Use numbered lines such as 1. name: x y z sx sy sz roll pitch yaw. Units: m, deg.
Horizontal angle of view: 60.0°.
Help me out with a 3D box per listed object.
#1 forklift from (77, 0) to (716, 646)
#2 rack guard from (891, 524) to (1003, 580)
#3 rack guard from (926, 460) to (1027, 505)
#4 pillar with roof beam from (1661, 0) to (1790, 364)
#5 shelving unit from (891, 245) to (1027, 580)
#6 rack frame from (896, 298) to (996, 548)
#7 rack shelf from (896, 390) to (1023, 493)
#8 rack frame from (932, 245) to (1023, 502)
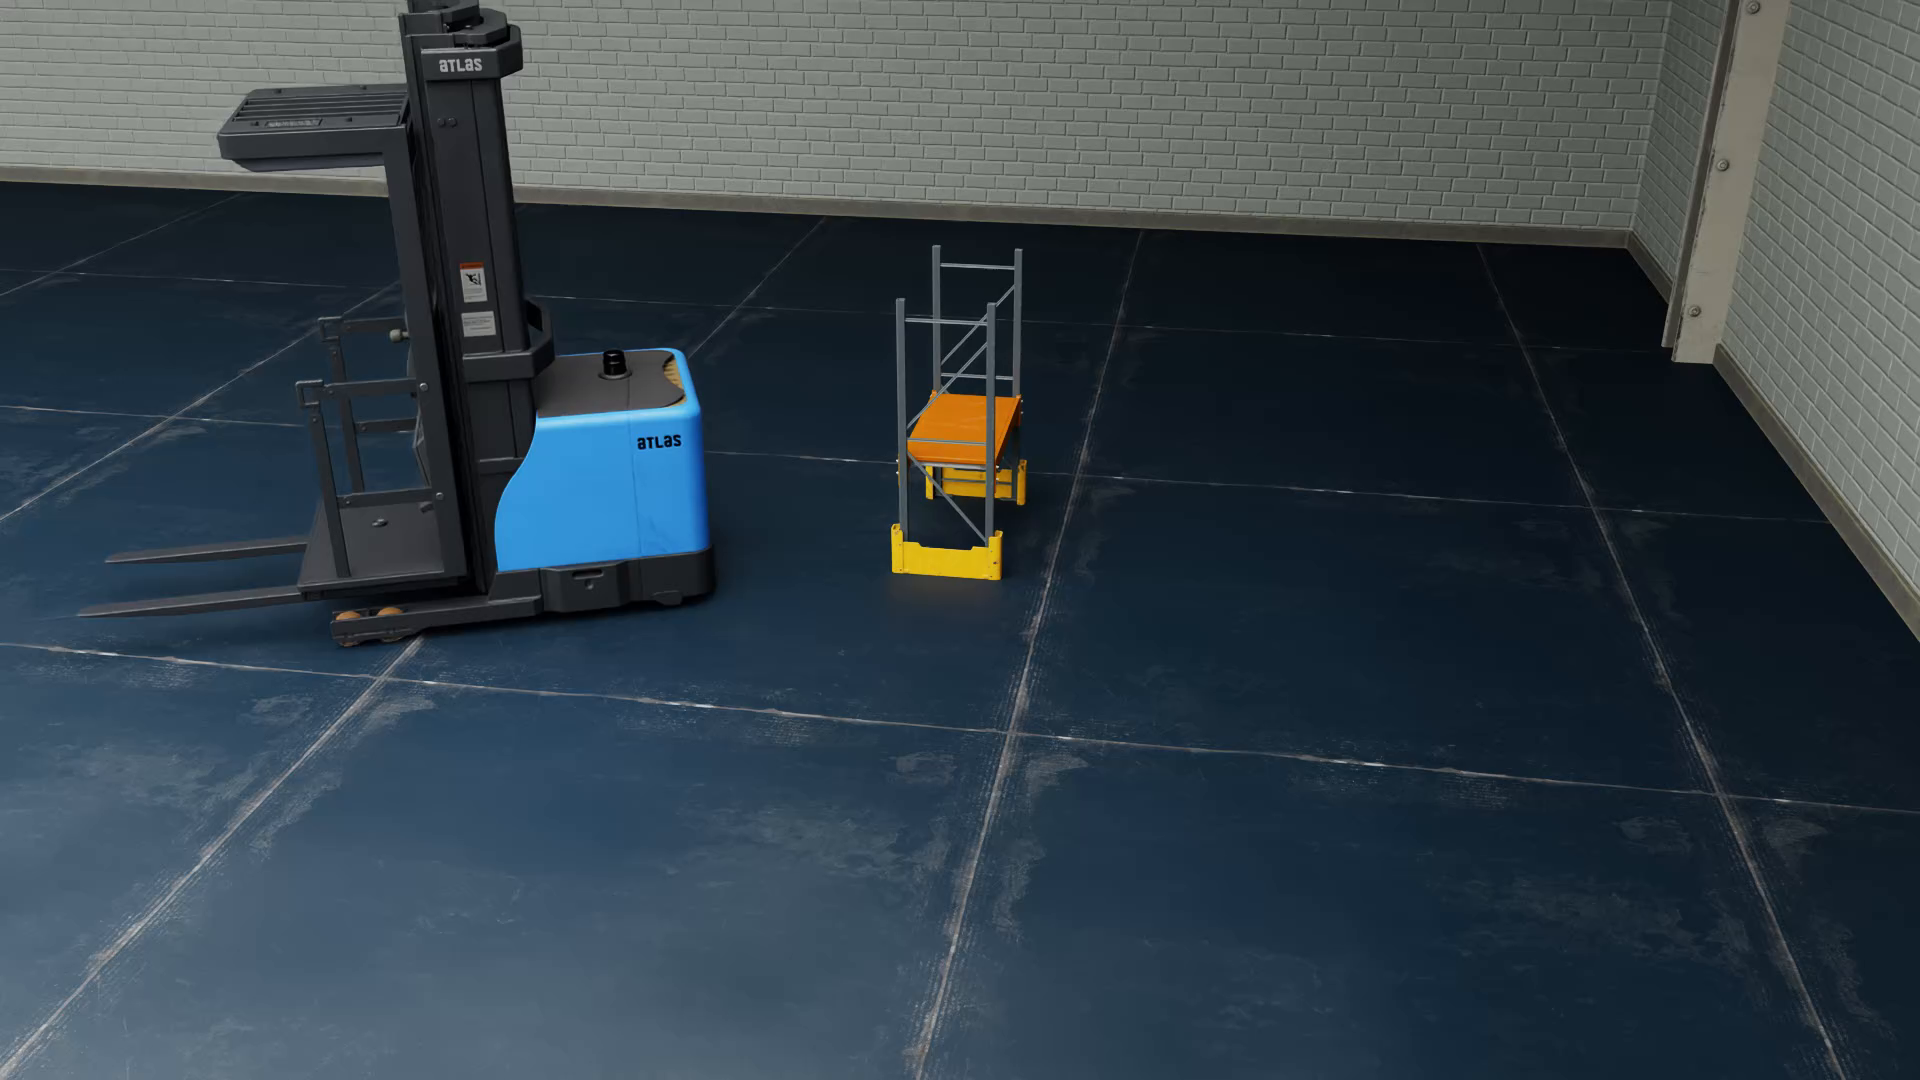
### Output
1. forklift: -2.833 -1.054 8.045 3.031 2.935 1.130 -6 26 -12
2. rack guard: -0.069 0.063 8.820 0.587 0.250 0.087 4 25 9
3. rack guard: 0.094 -0.353 9.710 0.587 0.250 0.087 4 25 9
4. pillar with roof beam: 1.081 -5.733 10.883 9.100 9.000 0.400 4 25 9
5. shelving unit: 0.012 -0.711 9.000 0.587 1.500 1.083 4 25 9
6. rack frame: -0.069 -0.502 8.554 0.500 1.500 0.032 4 25 9
7. rack shelf: 0.014 -0.552 9.085 0.538 0.185 1.000 4 25 9
8. rack frame: 0.097 -0.928 9.462 0.500 1.500 0.032 4 25 9
